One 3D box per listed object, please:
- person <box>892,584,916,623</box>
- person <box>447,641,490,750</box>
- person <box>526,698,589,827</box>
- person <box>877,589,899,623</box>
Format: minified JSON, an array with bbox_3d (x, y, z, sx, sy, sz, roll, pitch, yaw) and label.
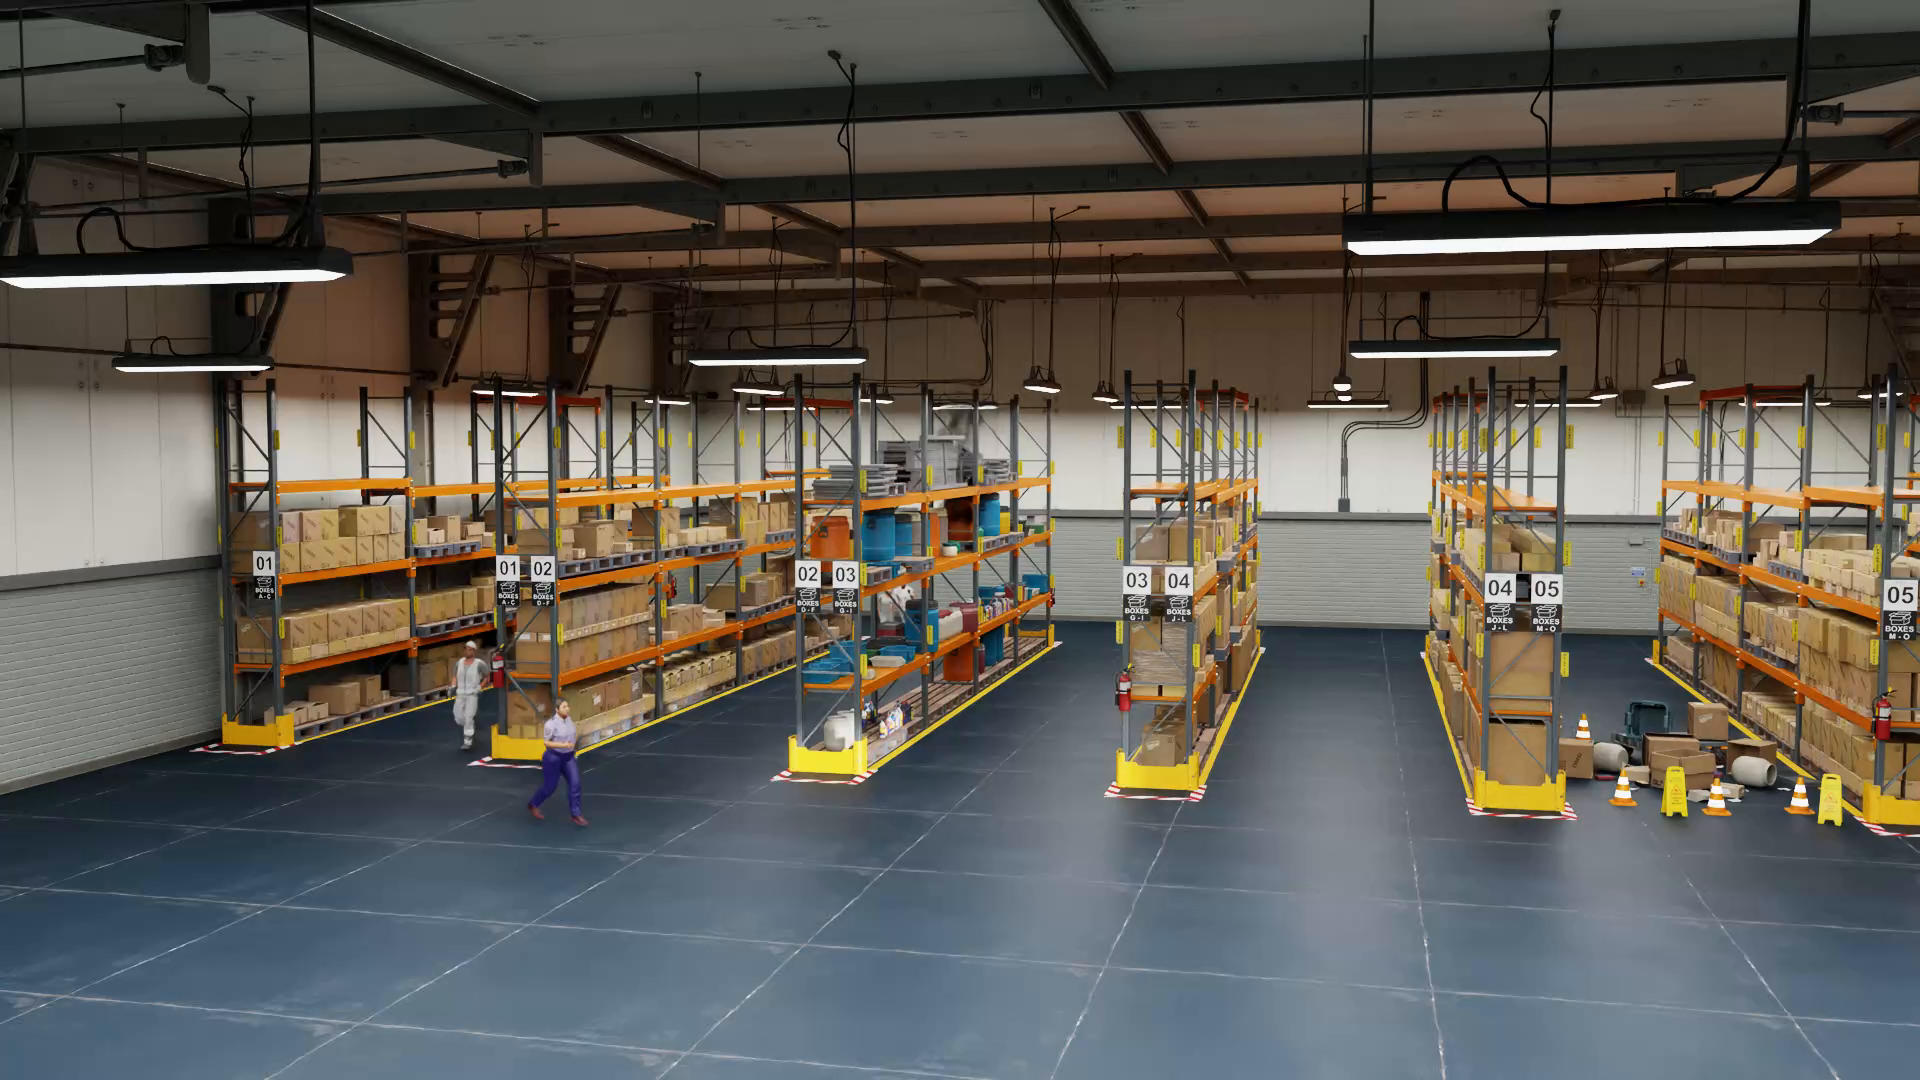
[{"bbox_3d":[-1.364,1.727,41.288,0.614,1.624,0.584,-1,4,-19],"label":"person"},{"bbox_3d":[-7.960,2.512,26.995,0.646,1.728,0.661,0,3,7],"label":"person"},{"bbox_3d":[-5.245,2.875,21.656,0.925,1.654,0.577,2,4,32],"label":"person"},{"bbox_3d":[-1.703,1.848,38.809,0.541,1.703,0.720,0,3,-6],"label":"person"}]
